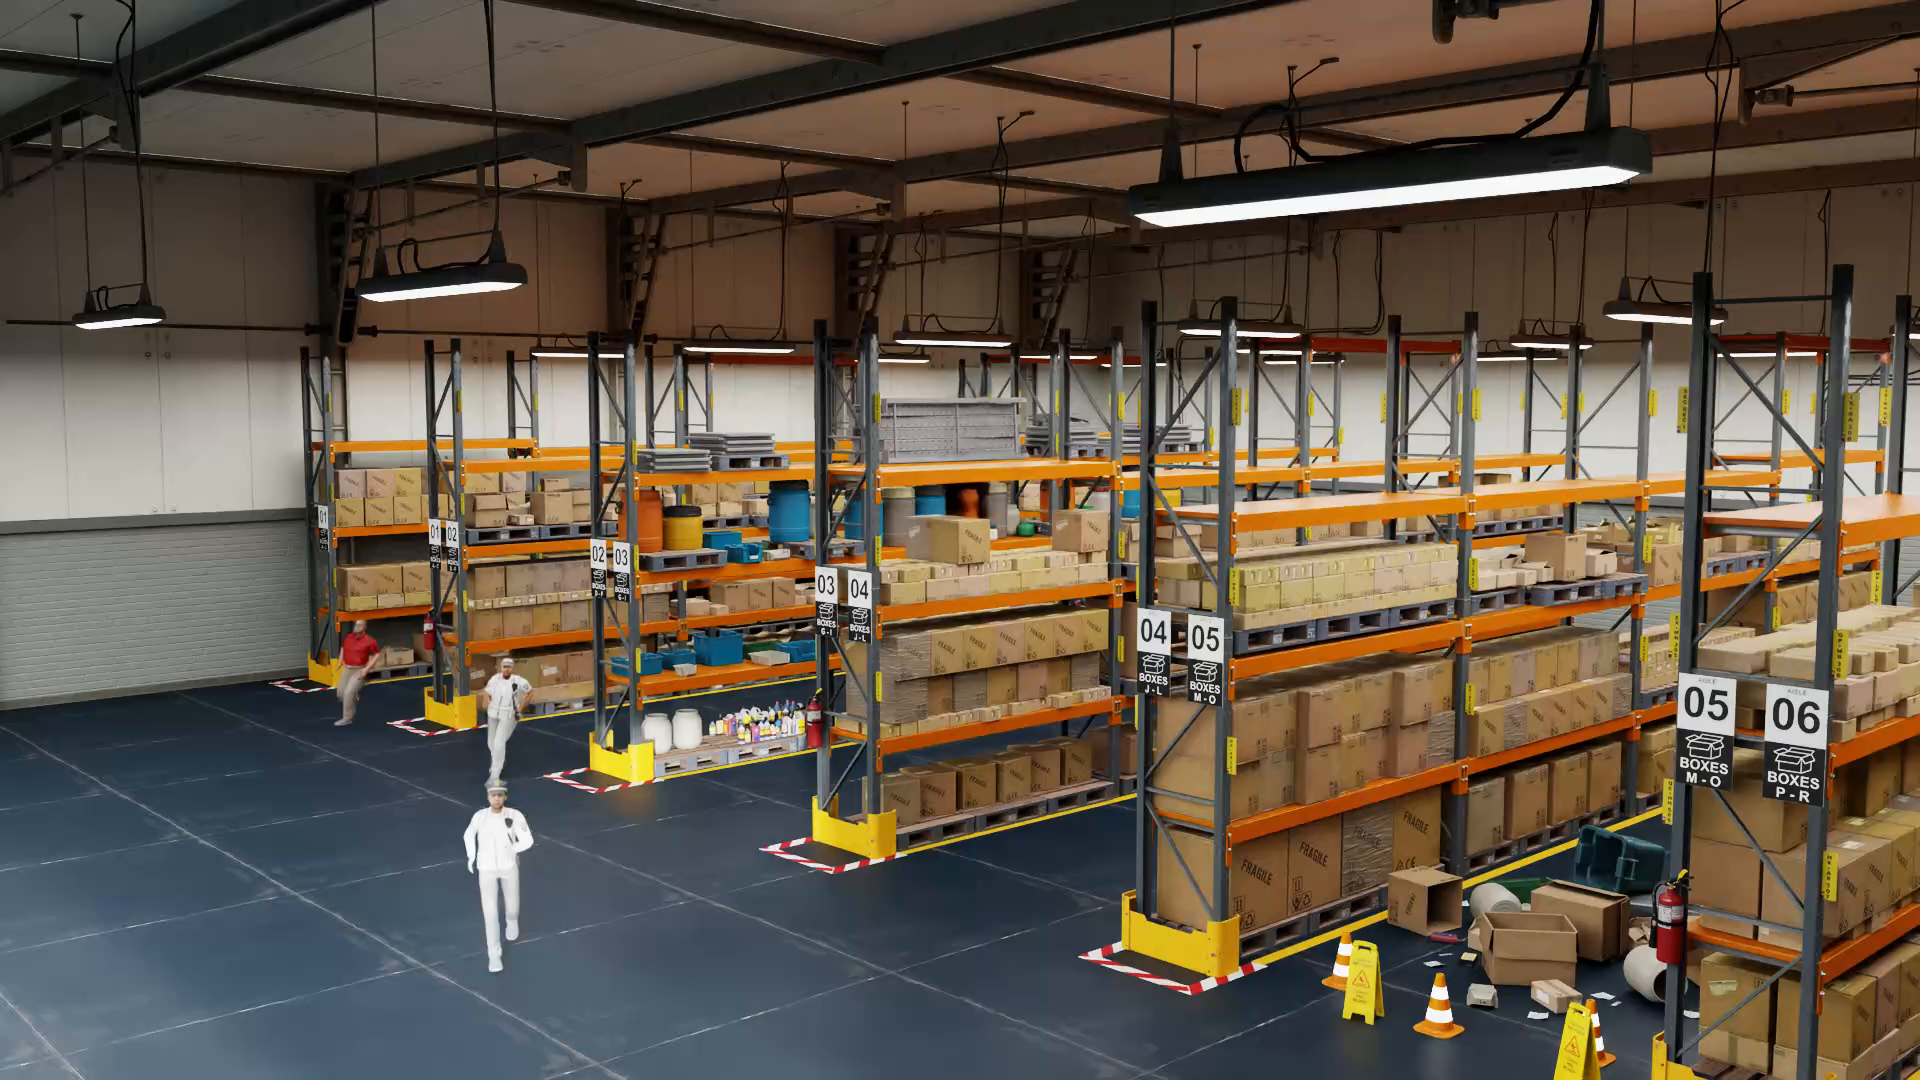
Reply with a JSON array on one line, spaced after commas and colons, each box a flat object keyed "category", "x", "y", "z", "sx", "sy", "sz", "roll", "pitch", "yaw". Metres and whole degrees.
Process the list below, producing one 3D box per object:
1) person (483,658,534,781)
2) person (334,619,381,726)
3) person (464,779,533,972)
[{"category": "person", "x": -6.100, "y": 2.405, "z": 22.310, "sx": 0.630, "sy": 1.682, "sz": 0.679, "roll": 1, "pitch": 5, "yaw": 11}, {"category": "person", "x": -9.408, "y": 2.056, "z": 26.000, "sx": 0.698, "sy": 1.652, "sz": 0.591, "roll": 1, "pitch": 5, "yaw": 12}, {"category": "person", "x": -4.204, "y": 2.992, "z": 15.149, "sx": 0.624, "sy": 1.664, "sz": 0.874, "roll": -1, "pitch": 5, "yaw": -12}]
